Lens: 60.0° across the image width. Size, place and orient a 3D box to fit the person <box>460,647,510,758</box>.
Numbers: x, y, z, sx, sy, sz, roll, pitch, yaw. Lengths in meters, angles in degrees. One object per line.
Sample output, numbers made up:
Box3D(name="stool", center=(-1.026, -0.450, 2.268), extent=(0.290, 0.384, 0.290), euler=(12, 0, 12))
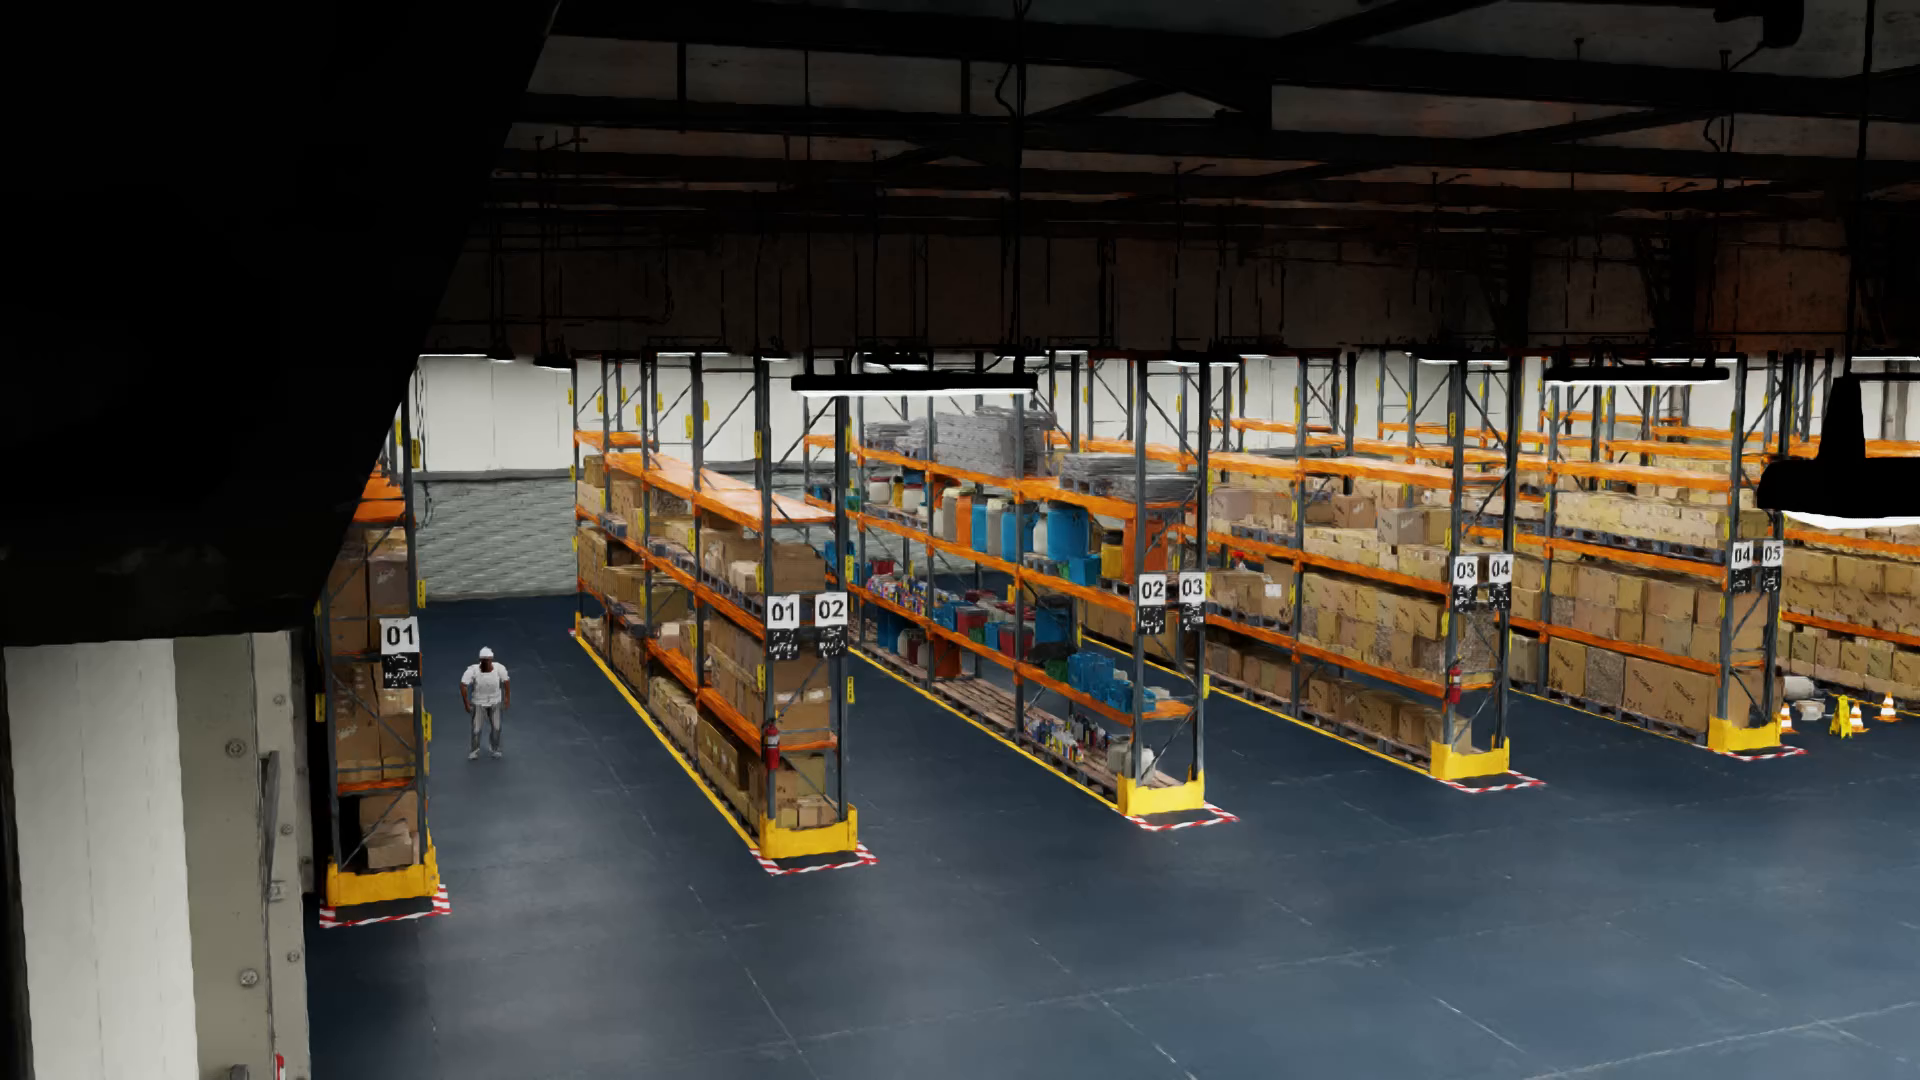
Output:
Box3D(name="person", center=(-7.047, 2.422, 24.726), extent=(0.719, 1.714, 0.578), euler=(-3, 8, -23))

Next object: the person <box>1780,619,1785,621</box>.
Box3D(name="person", center=(16.666, 1.325, 33.890), extent=(0.522, 1.580, 0.523), euler=(1, 7, 9))

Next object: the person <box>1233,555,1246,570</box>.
Box3D(name="person", center=(5.809, 1.112, 34.958), extent=(0.583, 1.740, 0.658), euler=(0, 7, 3))
